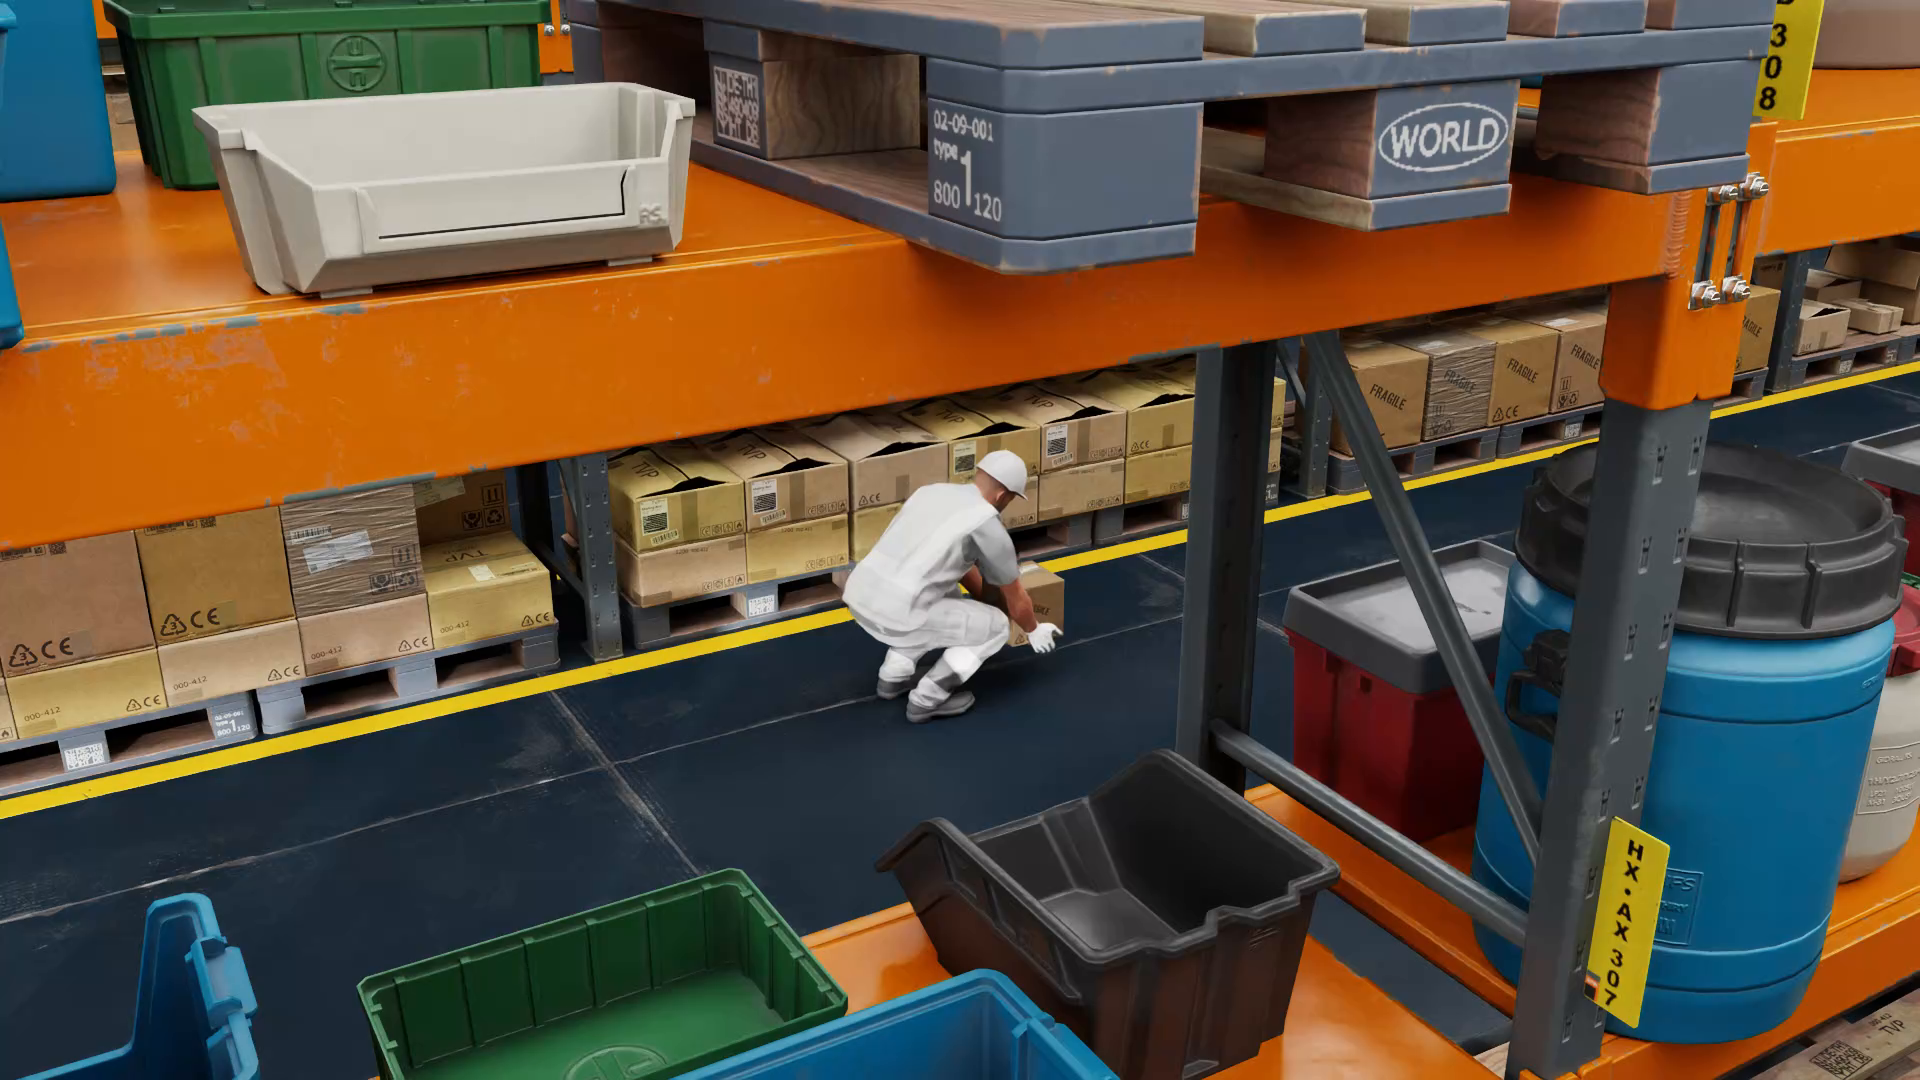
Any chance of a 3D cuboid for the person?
[{"bbox_3d":[-0.042,0.170,6.722,0.884,0.989,0.569,-12,25,-29],"label":"person"}]
